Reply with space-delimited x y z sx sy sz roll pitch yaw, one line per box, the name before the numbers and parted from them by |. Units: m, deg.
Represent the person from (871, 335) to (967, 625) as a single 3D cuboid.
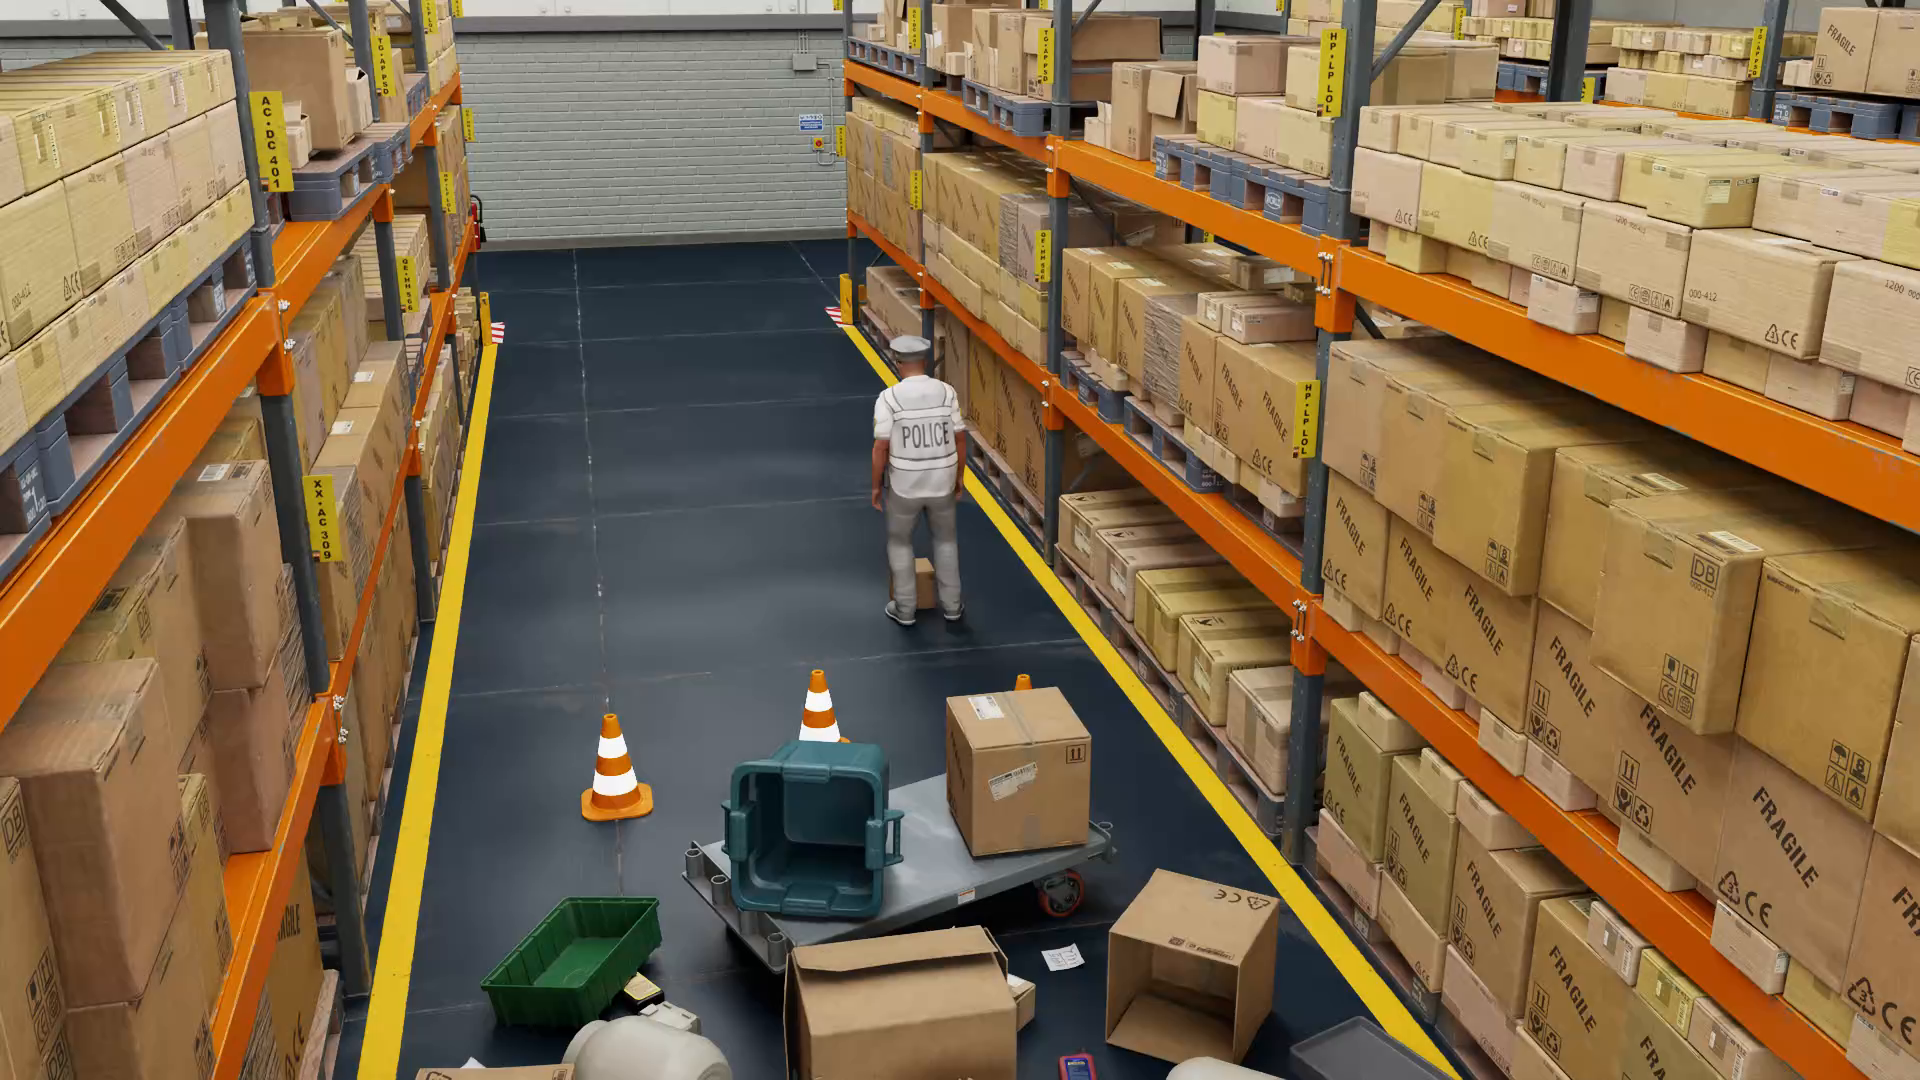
person | -0.238 -0.336 10.011 0.606 1.745 0.434 -6 20 -16
